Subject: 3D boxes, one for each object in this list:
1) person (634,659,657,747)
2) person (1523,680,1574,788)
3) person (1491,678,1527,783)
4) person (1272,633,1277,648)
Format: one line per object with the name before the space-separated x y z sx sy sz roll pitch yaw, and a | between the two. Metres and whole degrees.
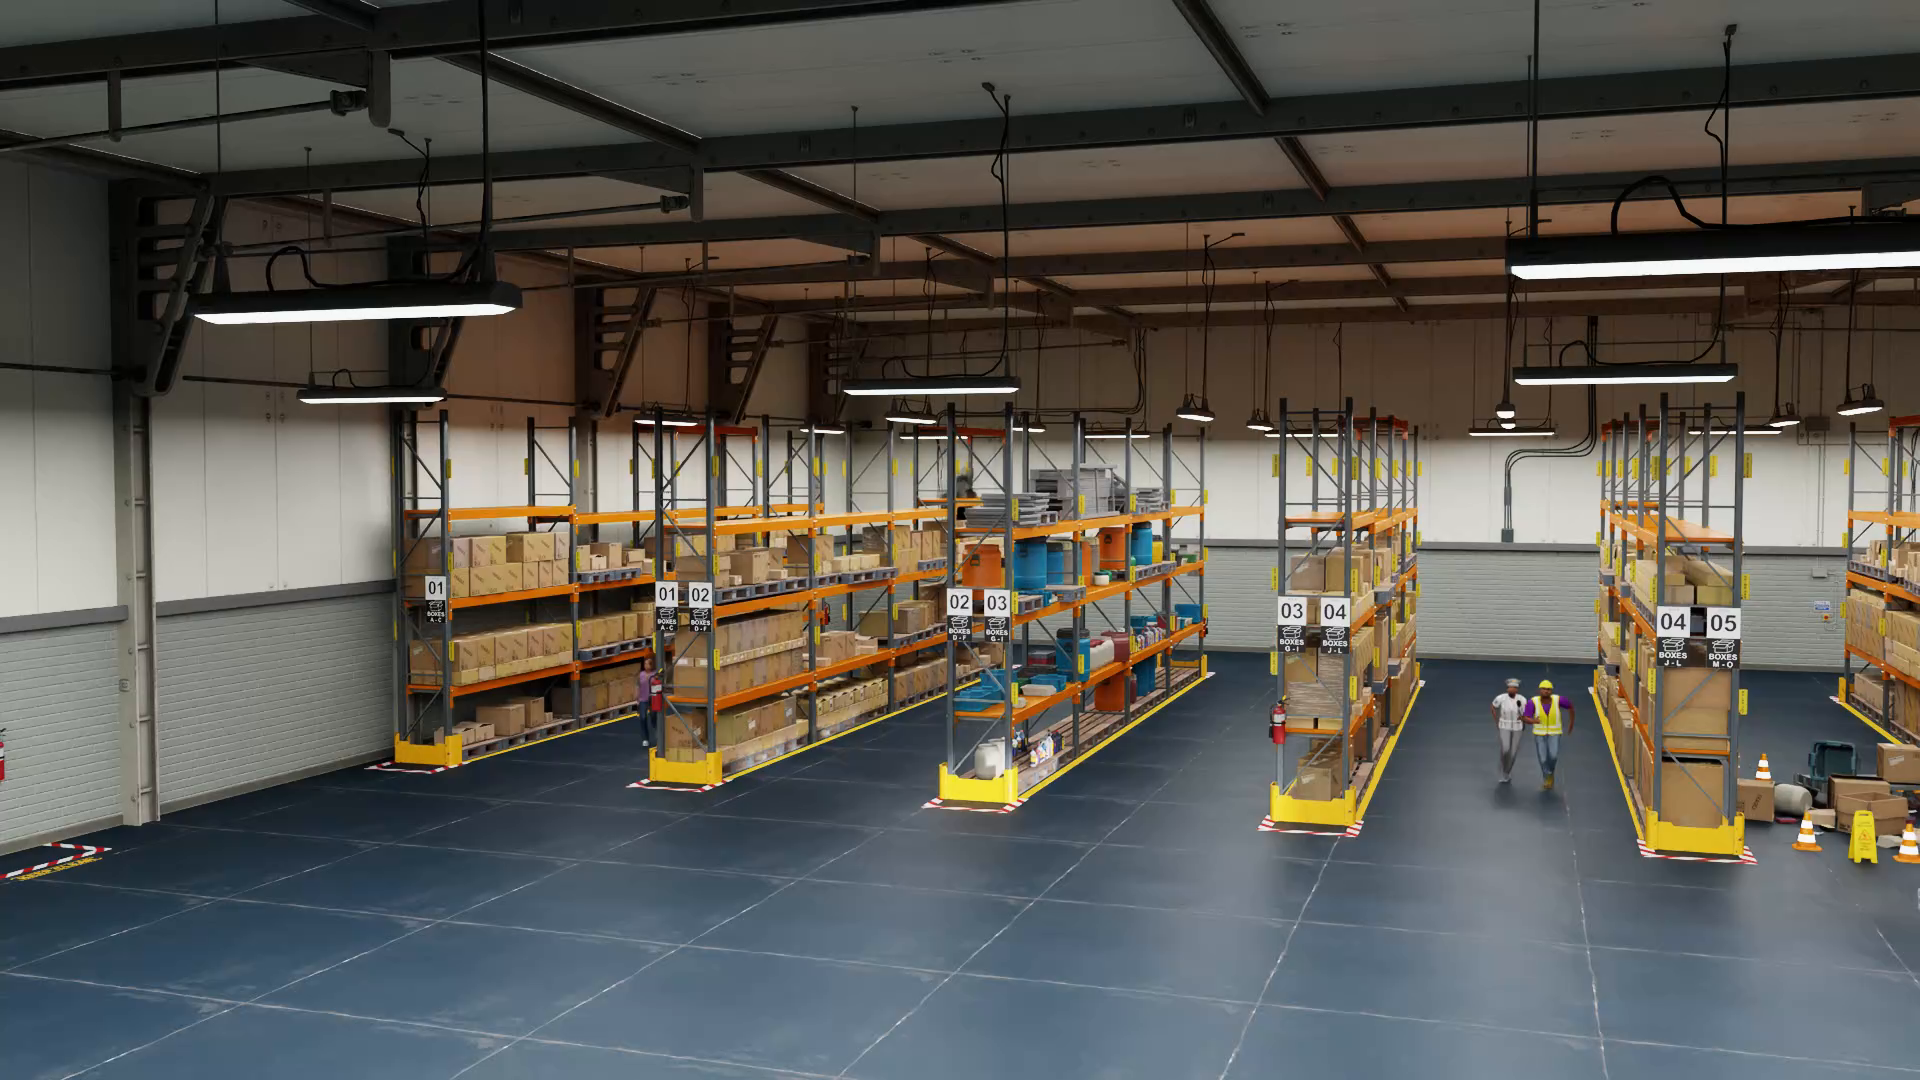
person | -5.645 2.926 30.116 0.547 1.563 0.755 0 2 2
person | 9.122 3.019 25.768 0.744 1.708 0.740 1 3 20
person | 8.770 3.028 26.474 0.565 1.682 0.697 0 2 9
person | 7.078 2.575 35.899 0.672 1.840 0.786 1 3 17
